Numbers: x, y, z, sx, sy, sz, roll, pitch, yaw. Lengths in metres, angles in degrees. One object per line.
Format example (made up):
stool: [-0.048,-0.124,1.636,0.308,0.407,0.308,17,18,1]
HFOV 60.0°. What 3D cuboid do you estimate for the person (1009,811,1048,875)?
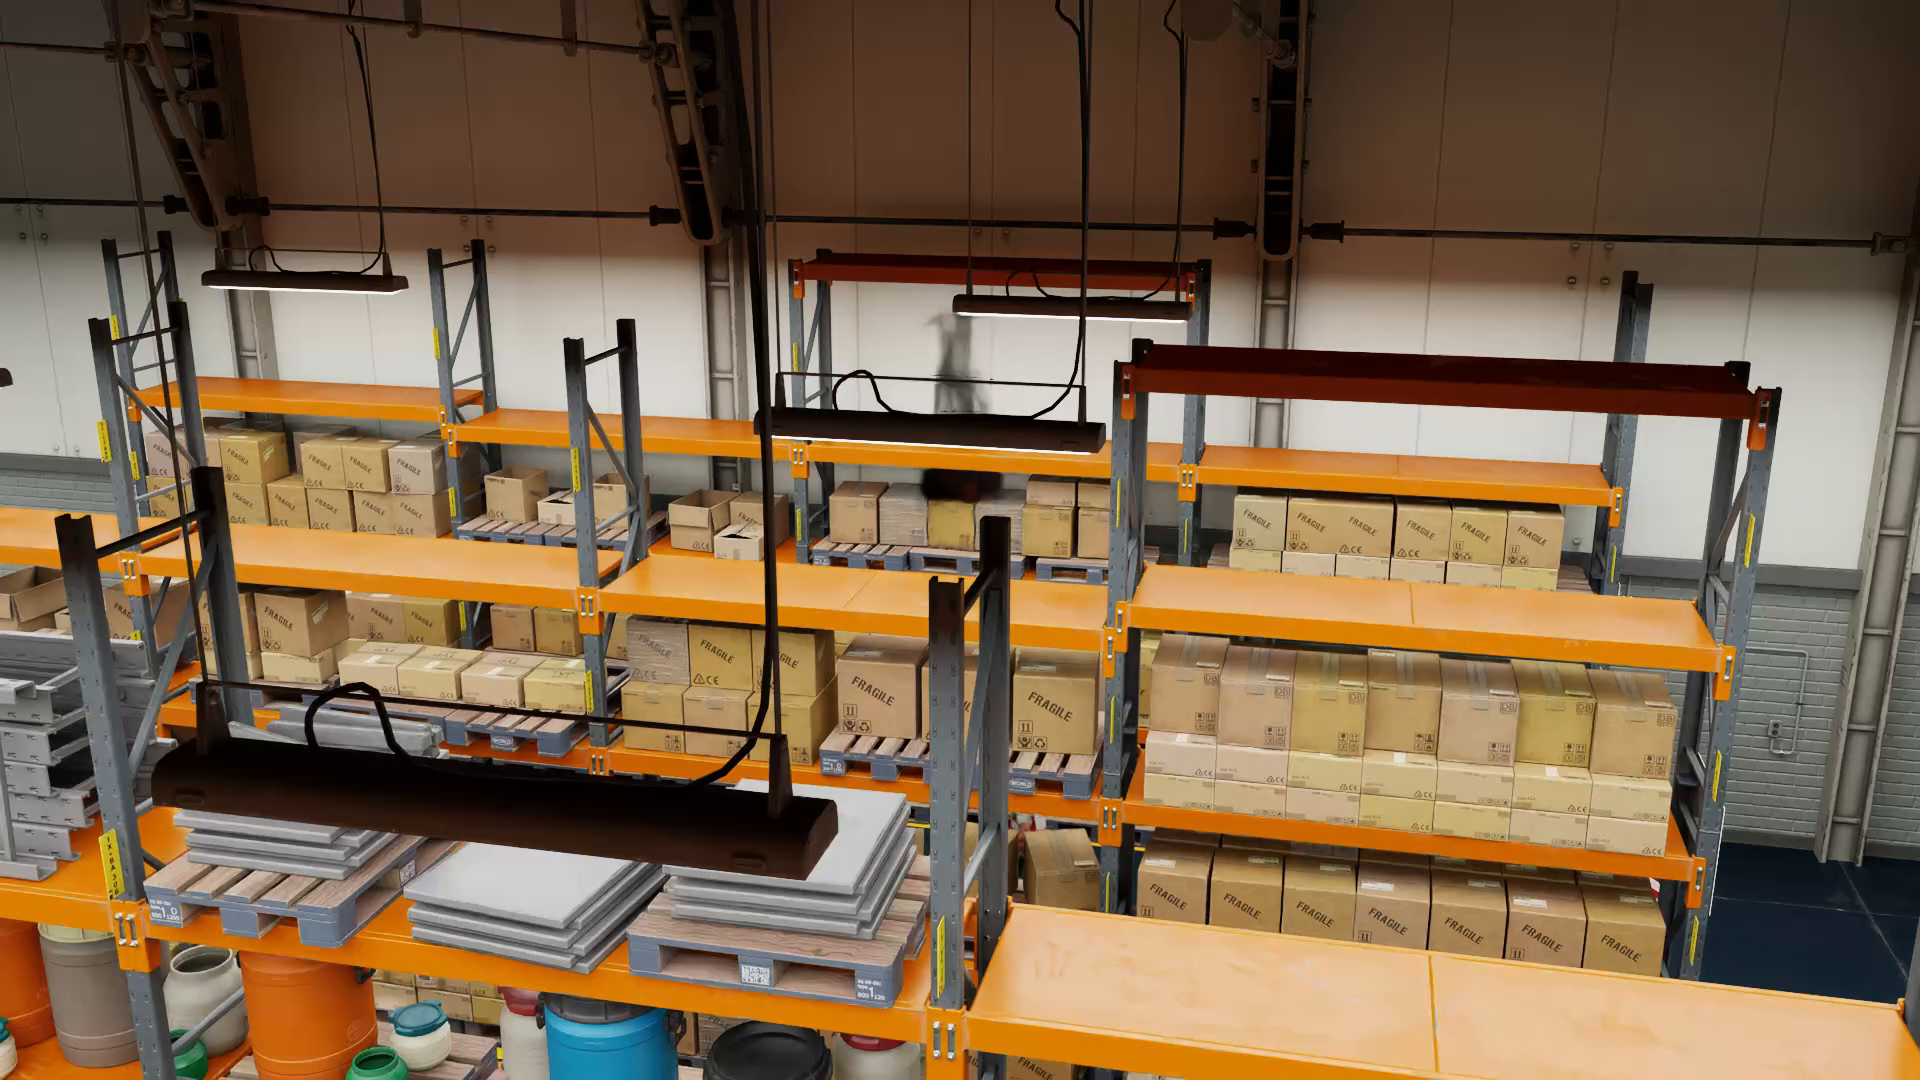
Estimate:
person: [0.664,2.862,15.506,0.766,1.774,0.898,7,18,22]
